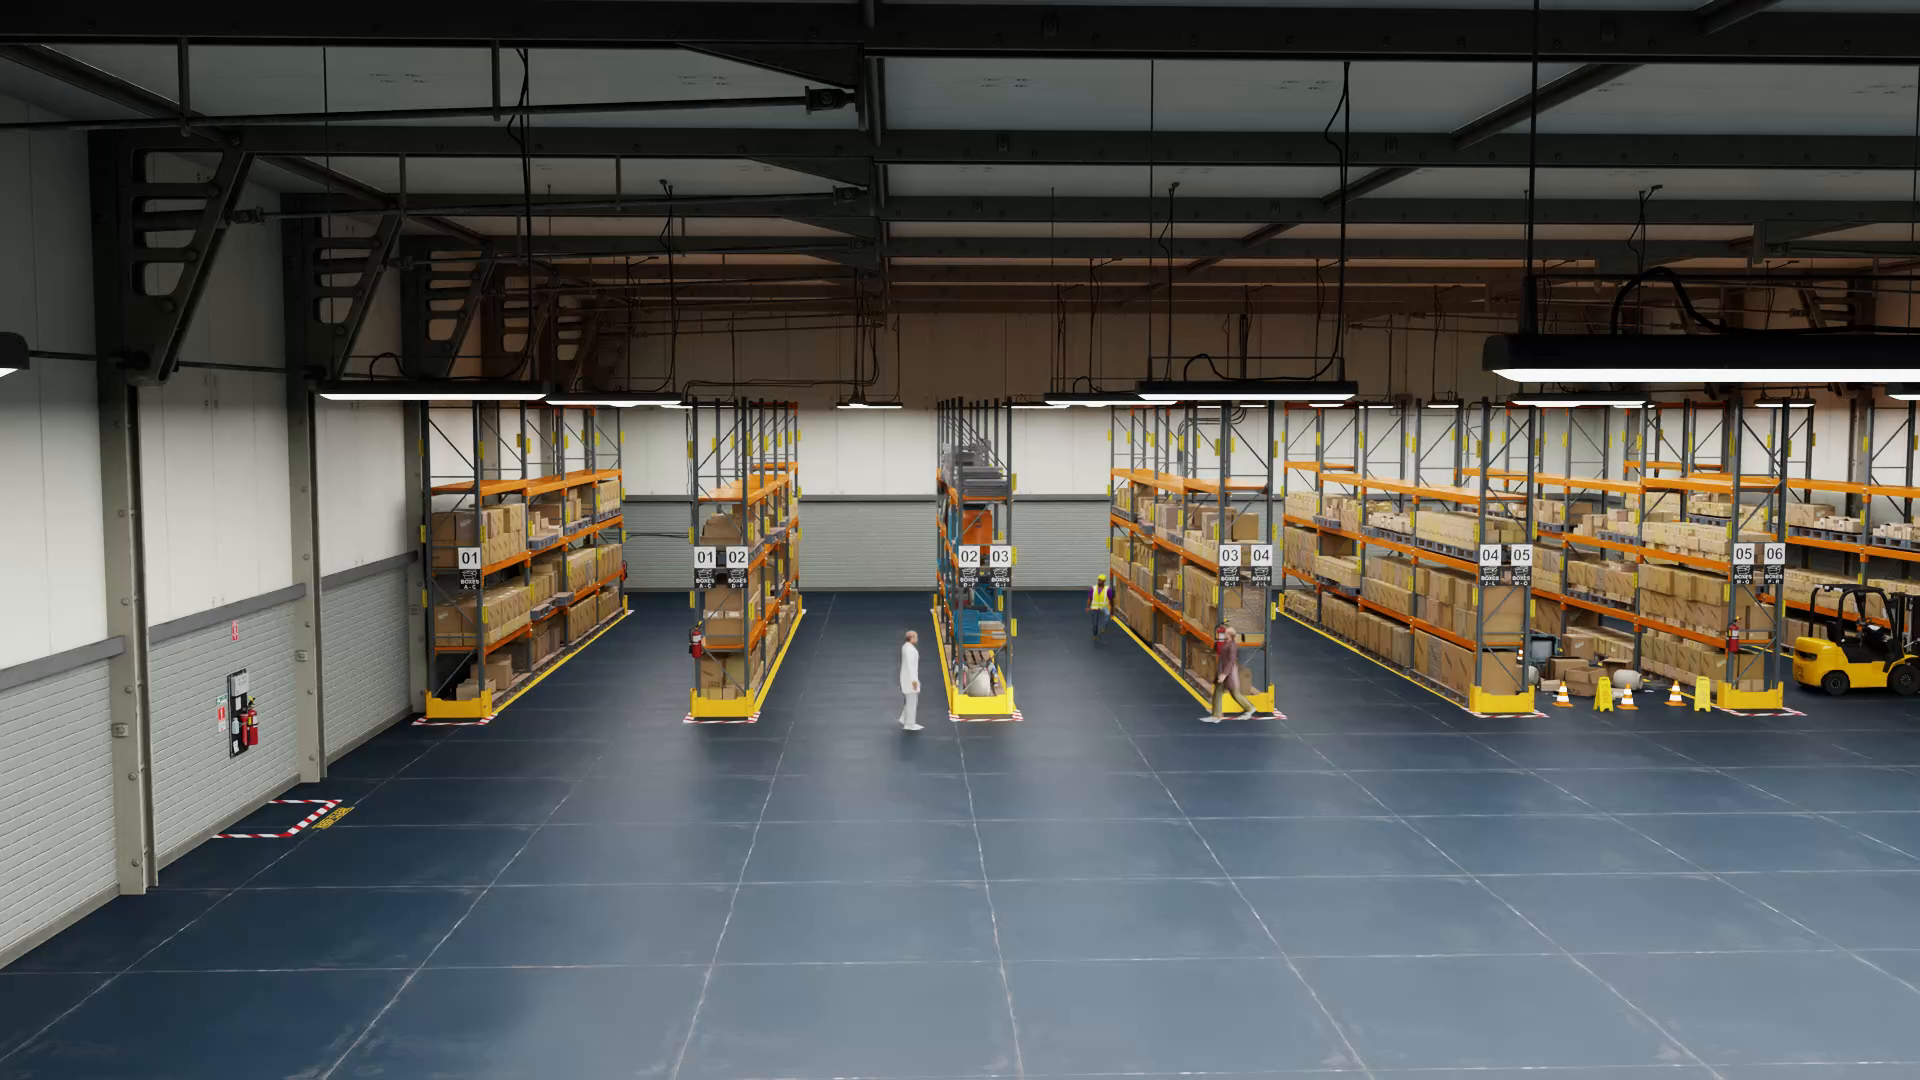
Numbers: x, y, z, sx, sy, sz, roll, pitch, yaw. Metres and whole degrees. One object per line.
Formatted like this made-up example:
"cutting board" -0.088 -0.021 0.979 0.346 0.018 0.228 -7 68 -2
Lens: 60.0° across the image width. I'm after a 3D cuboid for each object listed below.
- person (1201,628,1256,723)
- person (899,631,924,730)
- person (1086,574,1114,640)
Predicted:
"person" 4.962 2.488 30.610 1.047 1.746 0.519 -2 5 -27
"person" -0.885 2.554 30.026 0.429 1.848 0.684 -1 4 -7
"person" 3.440 1.678 40.901 0.701 1.667 1.022 0 4 3
